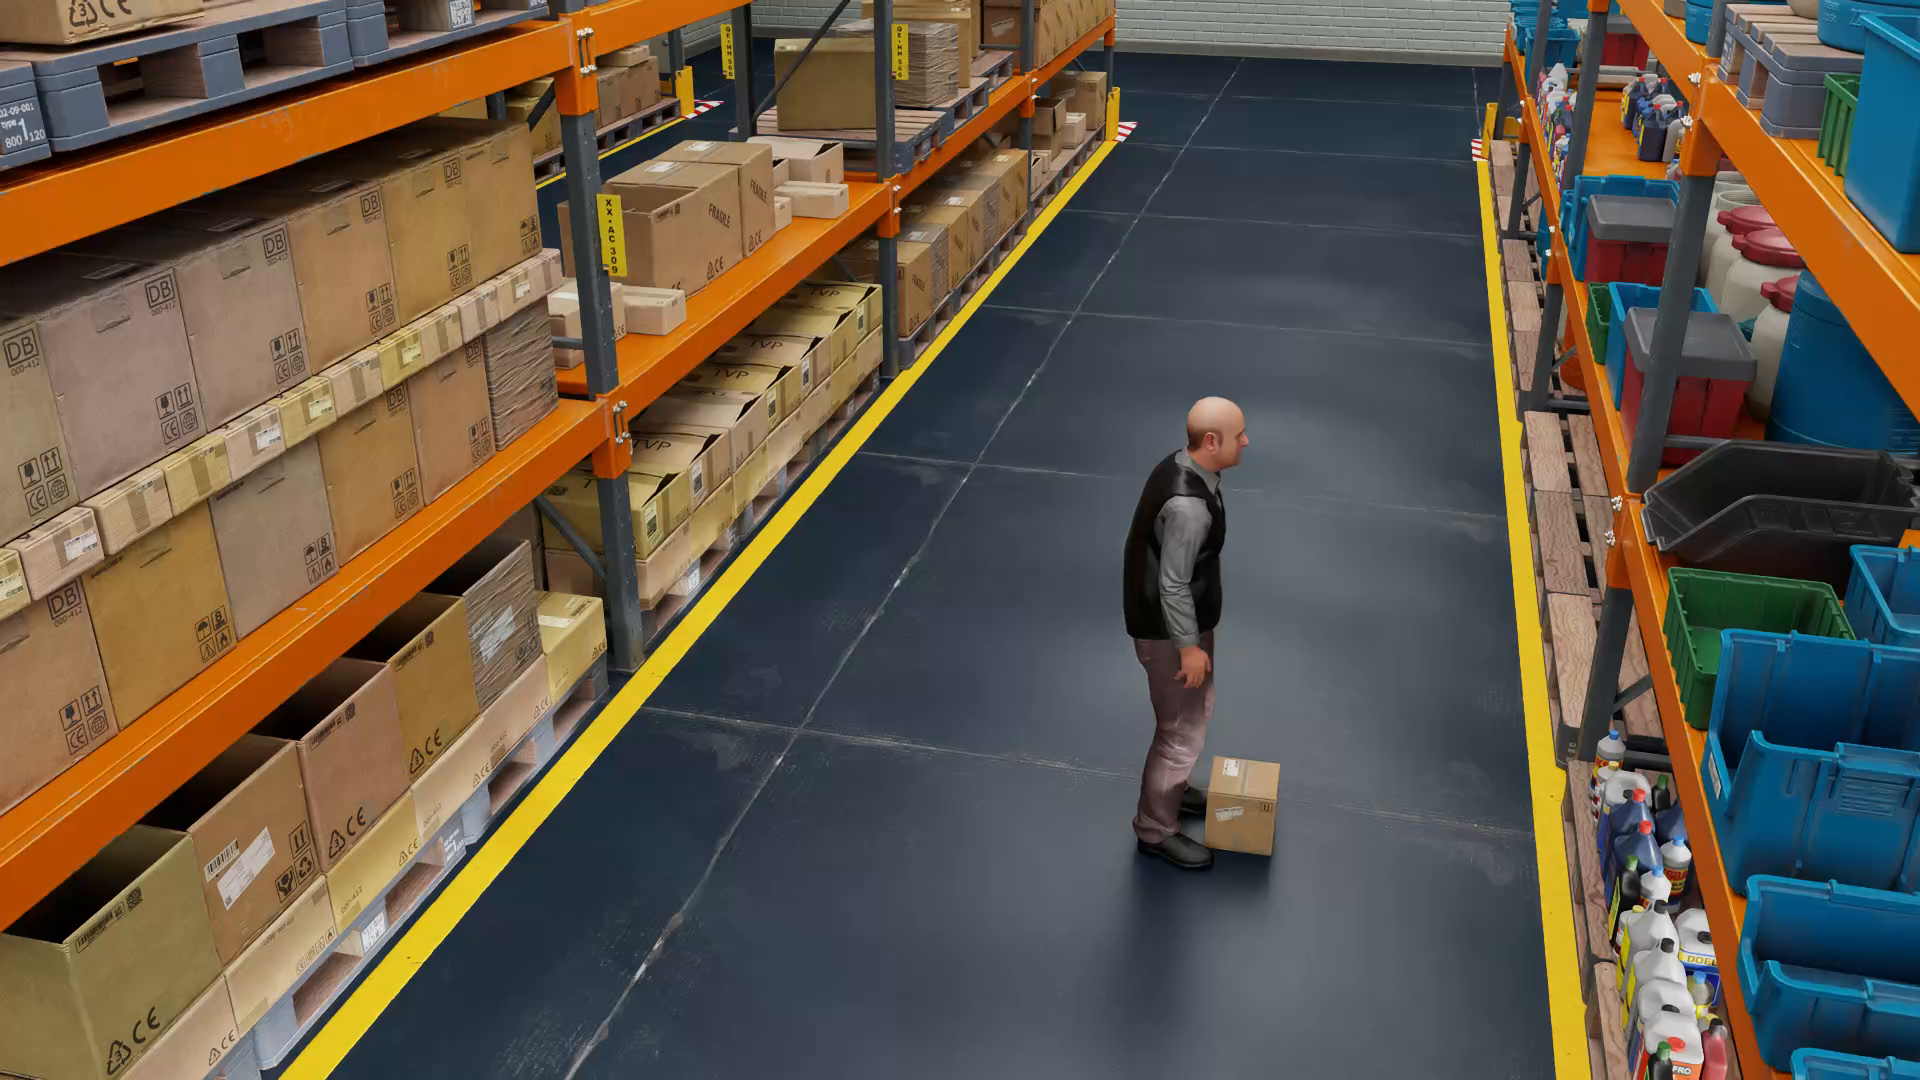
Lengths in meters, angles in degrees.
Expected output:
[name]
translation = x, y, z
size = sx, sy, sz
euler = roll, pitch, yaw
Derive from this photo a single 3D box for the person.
[person]
translation = 0.790, 0.301, 5.995
size = 0.417, 1.722, 0.591
euler = 5, 26, 11
